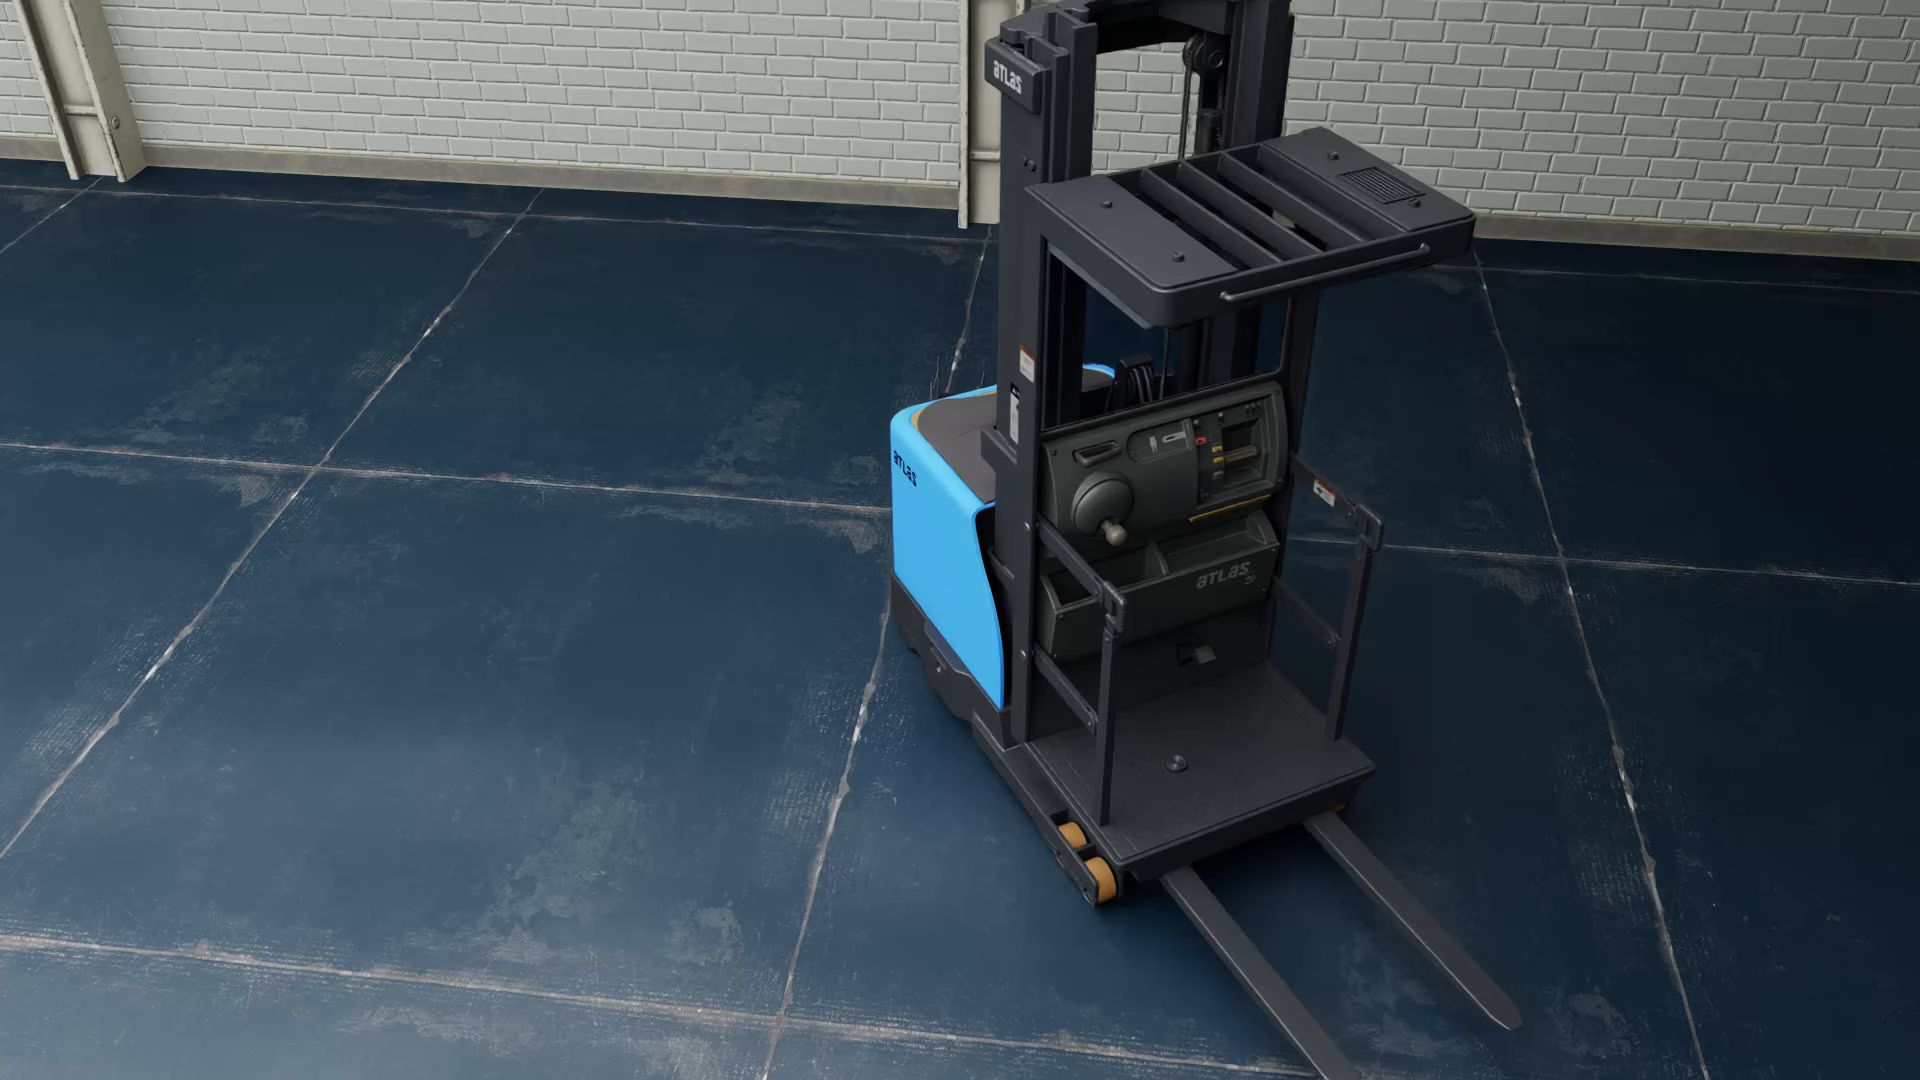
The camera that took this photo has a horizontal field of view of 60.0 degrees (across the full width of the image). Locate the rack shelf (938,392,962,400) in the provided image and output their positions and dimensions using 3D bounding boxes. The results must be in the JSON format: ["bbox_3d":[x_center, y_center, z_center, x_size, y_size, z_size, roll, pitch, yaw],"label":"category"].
[{"bbox_3d":[-0.008,-0.560,7.352,0.200,0.077,0.258,4,36,6],"label":"rack shelf"}]

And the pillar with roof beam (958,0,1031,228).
[{"bbox_3d":[-0.342,-3.231,4.530,0.400,9.000,9.100,4,36,6],"label":"pillar with roof beam"}]

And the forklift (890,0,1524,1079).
[{"bbox_3d":[0.810,-0.191,5.494,1.130,2.935,3.031,-16,39,-21],"label":"forklift"}]

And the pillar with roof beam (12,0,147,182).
[{"bbox_3d":[-6.293,-3.675,5.152,0.400,9.000,9.100,4,36,6],"label":"pillar with roof beam"}]

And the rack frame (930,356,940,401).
[{"bbox_3d":[-0.109,-0.374,7.500,0.006,0.900,0.240,4,36,6],"label":"rack frame"}]

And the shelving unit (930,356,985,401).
[{"bbox_3d":[-0.008,-0.367,7.489,0.210,0.900,0.258,4,36,6],"label":"shelving unit"}]

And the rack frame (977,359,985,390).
[{"bbox_3d":[0.093,-0.359,7.479,0.006,0.900,0.240,4,36,6],"label":"rack frame"}]
